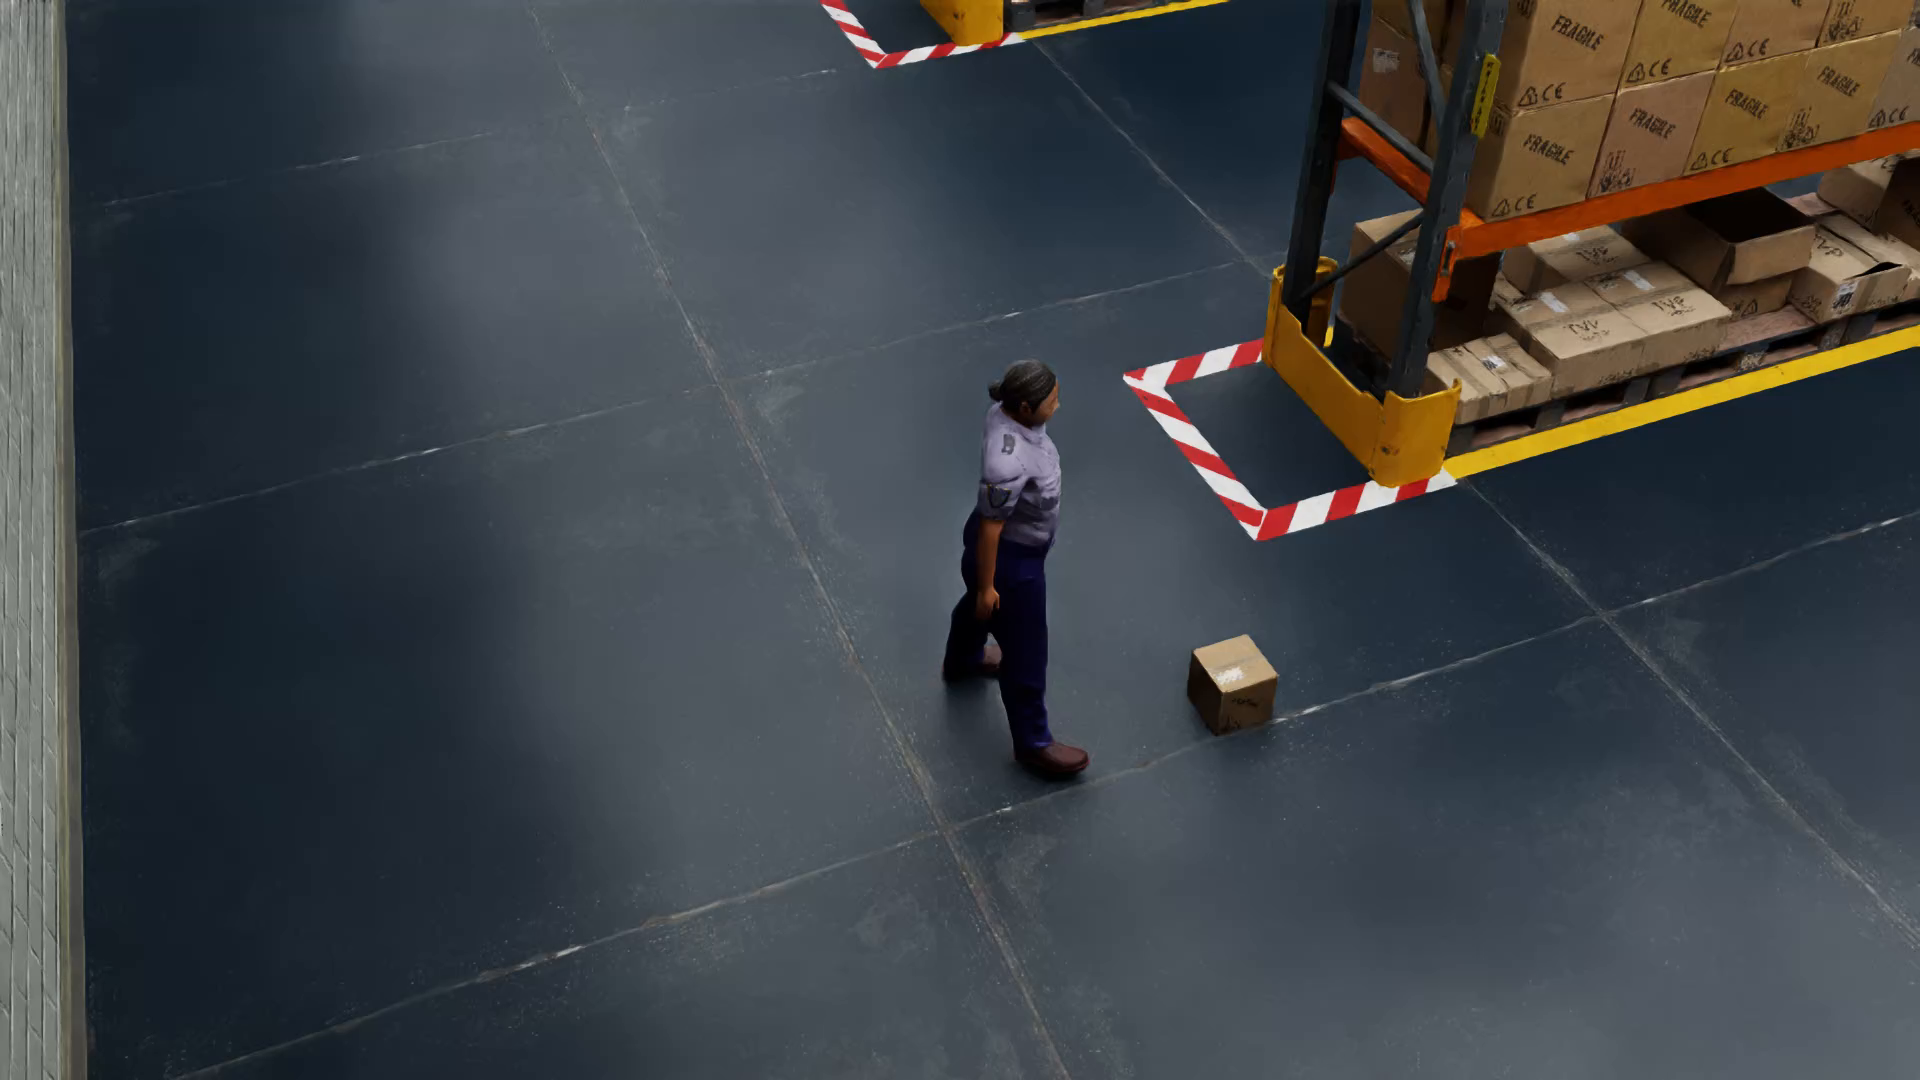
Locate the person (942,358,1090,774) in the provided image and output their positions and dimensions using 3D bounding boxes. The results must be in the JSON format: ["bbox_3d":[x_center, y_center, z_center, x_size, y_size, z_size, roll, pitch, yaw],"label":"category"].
[{"bbox_3d":[0.215,0.087,6.074,0.610,1.607,0.677,3,42,3],"label":"person"}]
